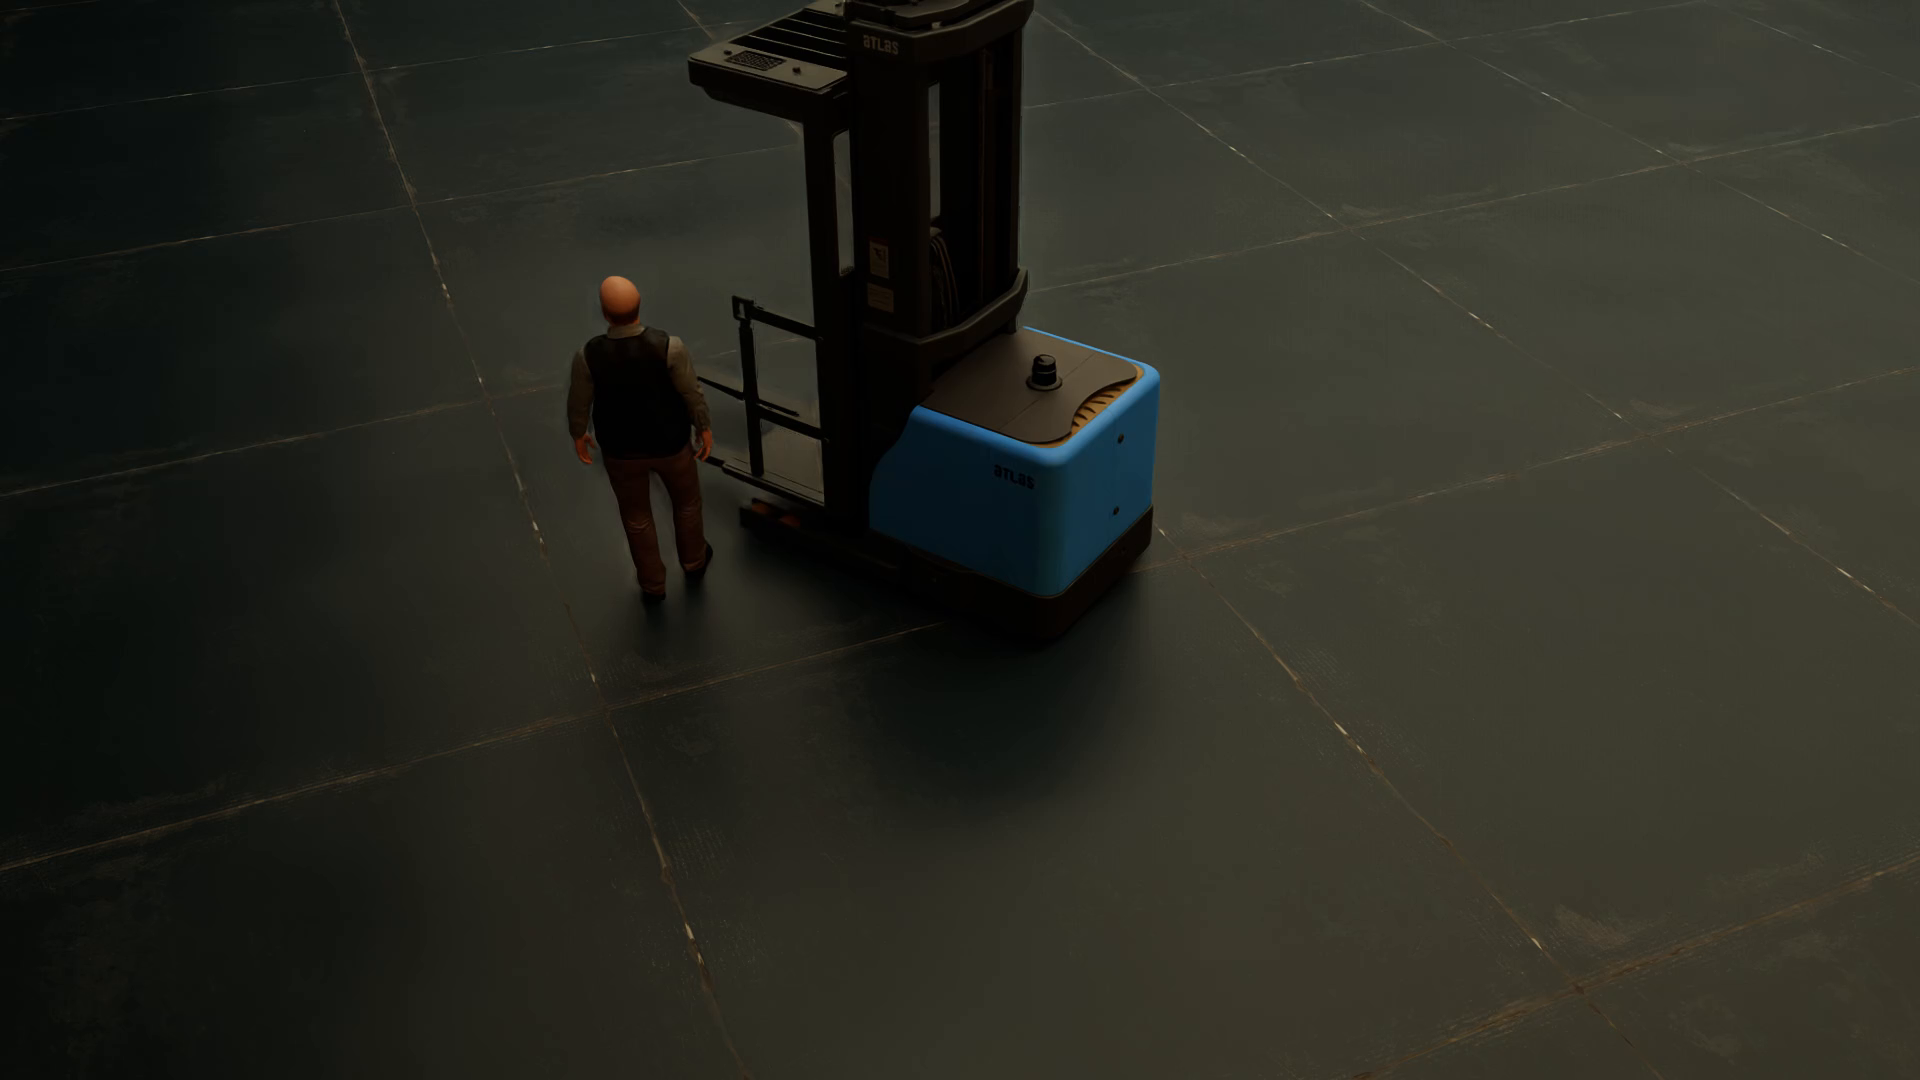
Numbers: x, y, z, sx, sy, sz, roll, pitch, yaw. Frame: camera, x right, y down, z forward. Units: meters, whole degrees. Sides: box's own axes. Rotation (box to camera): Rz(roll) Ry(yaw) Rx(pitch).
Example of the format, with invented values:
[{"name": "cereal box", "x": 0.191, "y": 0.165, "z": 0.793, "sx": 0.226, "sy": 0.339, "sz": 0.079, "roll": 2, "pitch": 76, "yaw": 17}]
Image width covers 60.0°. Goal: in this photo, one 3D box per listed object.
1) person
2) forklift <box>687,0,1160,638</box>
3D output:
[{"name": "person", "x": -1.498, "y": -0.498, "z": 7.845, "sx": 0.656, "sy": 1.721, "sz": 0.559, "roll": -5, "pitch": 36, "yaw": -8}, {"name": "forklift", "x": -0.535, "y": -1.390, "z": 8.053, "sx": 3.031, "sy": 2.935, "sz": 1.130, "roll": 21, "pitch": 41, "yaw": 27}]
